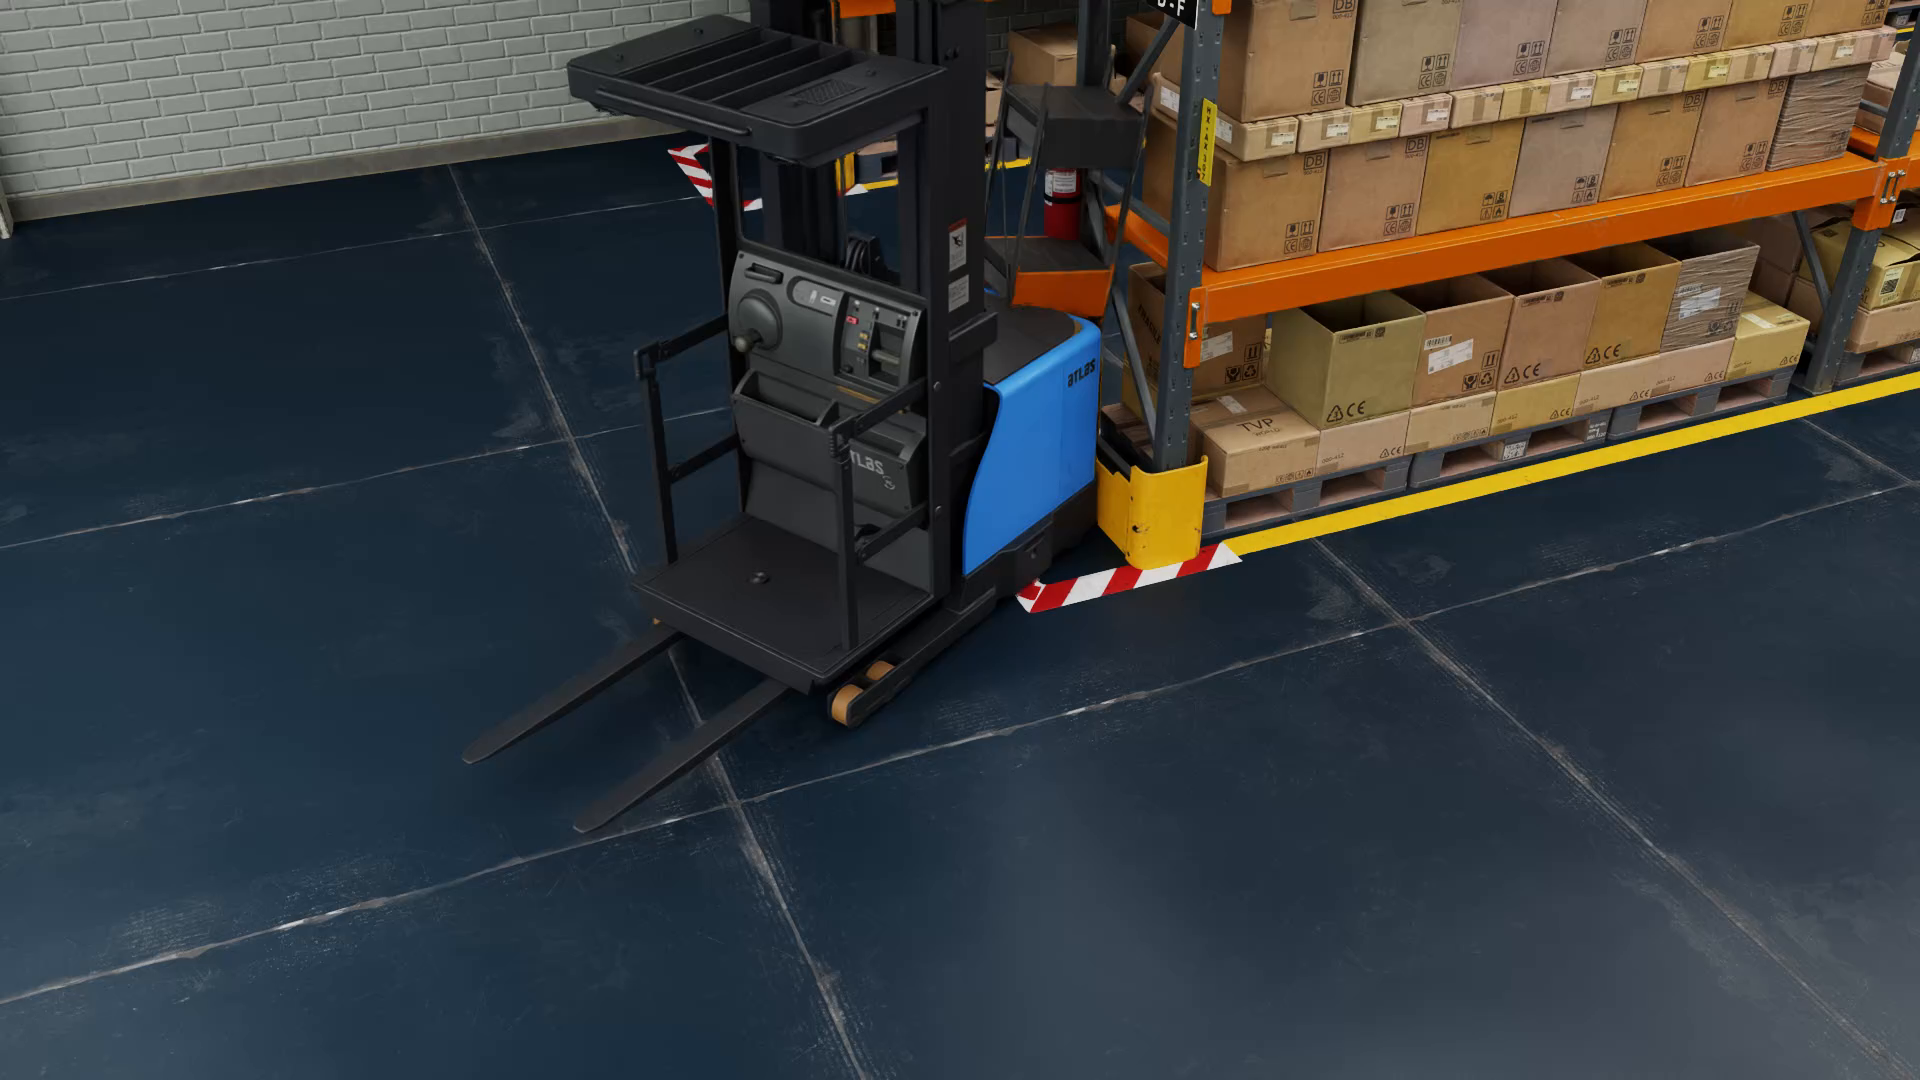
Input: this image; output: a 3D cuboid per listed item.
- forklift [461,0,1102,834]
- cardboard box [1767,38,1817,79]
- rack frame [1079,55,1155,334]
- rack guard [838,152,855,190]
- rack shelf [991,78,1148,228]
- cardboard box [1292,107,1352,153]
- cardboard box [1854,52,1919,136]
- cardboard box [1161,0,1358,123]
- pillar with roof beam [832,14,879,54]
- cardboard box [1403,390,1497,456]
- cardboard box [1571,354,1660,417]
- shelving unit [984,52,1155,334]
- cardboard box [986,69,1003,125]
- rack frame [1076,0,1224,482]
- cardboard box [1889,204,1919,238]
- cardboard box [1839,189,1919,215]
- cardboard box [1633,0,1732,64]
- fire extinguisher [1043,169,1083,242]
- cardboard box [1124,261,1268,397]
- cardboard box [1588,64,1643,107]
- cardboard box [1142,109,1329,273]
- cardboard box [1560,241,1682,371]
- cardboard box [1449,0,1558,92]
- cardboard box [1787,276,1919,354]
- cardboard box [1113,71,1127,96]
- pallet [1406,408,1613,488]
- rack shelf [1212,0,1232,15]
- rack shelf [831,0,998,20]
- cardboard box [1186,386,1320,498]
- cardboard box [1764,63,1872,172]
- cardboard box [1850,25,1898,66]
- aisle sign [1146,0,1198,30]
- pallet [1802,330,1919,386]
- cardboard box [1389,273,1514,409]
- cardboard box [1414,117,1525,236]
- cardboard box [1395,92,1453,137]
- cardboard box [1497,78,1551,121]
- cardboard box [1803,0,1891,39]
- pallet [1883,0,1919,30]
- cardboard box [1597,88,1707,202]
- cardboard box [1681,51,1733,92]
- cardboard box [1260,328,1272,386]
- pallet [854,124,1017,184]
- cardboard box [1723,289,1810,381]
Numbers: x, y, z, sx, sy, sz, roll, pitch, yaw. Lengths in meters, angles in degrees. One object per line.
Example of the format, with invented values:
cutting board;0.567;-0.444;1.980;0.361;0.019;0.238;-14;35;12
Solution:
forklift;-0.658;-0.790;6.277;1.130;2.935;3.031;22;39;30
cardboard box;3.812;-2.331;7.895;0.250;0.149;0.380;-14;36;-20
rack frame;0.576;-1.128;7.654;0.015;2.100;0.400;-6;35;-24
rack guard;-1.090;-2.904;11.754;0.348;0.500;1.175;-13;35;-19
rack shelf;0.456;-1.680;7.193;0.480;0.518;0.431;-6;35;-24
cardboard box;1.448;-1.791;7.065;0.250;0.149;0.380;-14;36;-20
cardboard box;4.886;-2.353;8.753;0.500;0.250;0.500;-11;35;-16
cardboard box;1.245;-2.134;6.998;0.500;0.500;0.700;-13;35;-19
pillar with roof beam;0.817;-4.868;6.980;0.400;9.000;9.100;-13;35;-19
cardboard box;2.262;-0.683;8.185;0.500;0.250;0.500;-13;35;-19
cardboard box;3.186;-0.892;8.506;0.500;0.250;0.500;-13;35;-19
shelving unit;0.354;-1.105;7.555;0.503;2.100;0.431;-6;35;-24
cardboard box;0.038;-3.214;12.001;0.500;0.311;0.500;-10;34;-15
rack frame;0.761;-1.445;7.221;0.127;3.000;1.000;-13;35;-19
cardboard box;5.390;-1.613;9.101;0.500;0.311;0.500;-13;35;-19
cardboard box;5.188;-1.891;9.528;0.500;0.311;0.500;-12;35;-18
cardboard box;3.115;-2.566;7.662;0.500;0.500;0.700;-13;35;-19
fire extinguisher;0.472;-1.621;7.562;0.183;0.674;0.296;-13;35;-19
cardboard box;1.140;-1.046;8.055;0.500;0.500;0.500;-13;35;-19
cardboard box;2.866;-2.113;7.561;0.250;0.149;0.380;-12;35;-17
cardboard box;1.196;-1.579;7.335;0.500;0.500;0.700;-13;35;-19
cardboard box;3.181;-1.212;8.312;0.500;0.500;0.500;-13;35;-19
cardboard box;2.192;-2.355;7.337;0.500;0.500;0.700;-13;35;-19
cardboard box;4.917;-1.274;9.093;0.500;0.250;0.500;-14;35;-20
cardboard box;1.045;-3.442;12.500;0.250;0.149;0.380;-16;36;-23
pallet;2.573;-0.714;8.654;1.213;0.211;1.003;-13;35;-19
rack shelf;2.605;-2.823;7.248;4.000;0.370;1.077;-13;35;-19
rack shelf;0.684;-4.056;11.893;4.000;0.370;1.077;-13;35;-19
cardboard box;1.341;-0.470;7.858;0.500;0.250;0.500;-13;35;-19
cardboard box;4.042;-2.235;8.342;0.500;0.500;0.700;-14;36;-20
cardboard box;4.281;-2.438;8.061;0.250;0.149;0.380;-13;35;-19
aisle sign;0.819;-2.367;6.254;0.004;0.787;0.394;-13;35;-19
pallet;5.113;-1.296;9.548;1.213;0.211;1.003;-13;35;-19
cardboard box;2.258;-1.003;7.989;0.500;0.500;0.500;-13;35;-19
cardboard box;2.138;-1.794;7.666;0.500;0.500;0.700;-13;35;-19
cardboard box;1.912;-1.895;7.225;0.250;0.149;0.380;-13;35;-20
cardboard box;2.392;-2.006;7.397;0.250;0.149;0.380;-13;35;-20
cardboard box;4.042;-2.778;7.989;0.500;0.500;0.700;-13;35;-19
pallet;8.095;-4.840;14.994;1.213;0.211;1.003;-13;35;-19
cardboard box;3.094;-2.016;8.006;0.500;0.500;0.700;-12;35;-18
cardboard box;3.342;-2.224;7.732;0.250;0.149;0.380;-13;35;-19
cardboard box;1.597;-0.842;8.430;0.500;0.250;0.500;-13;35;-19
pallet;-0.328;-2.936;12.069;1.213;0.211;1.003;-13;35;-19
cardboard box;4.106;-1.105;8.835;0.500;0.250;0.500;-13;35;-19
